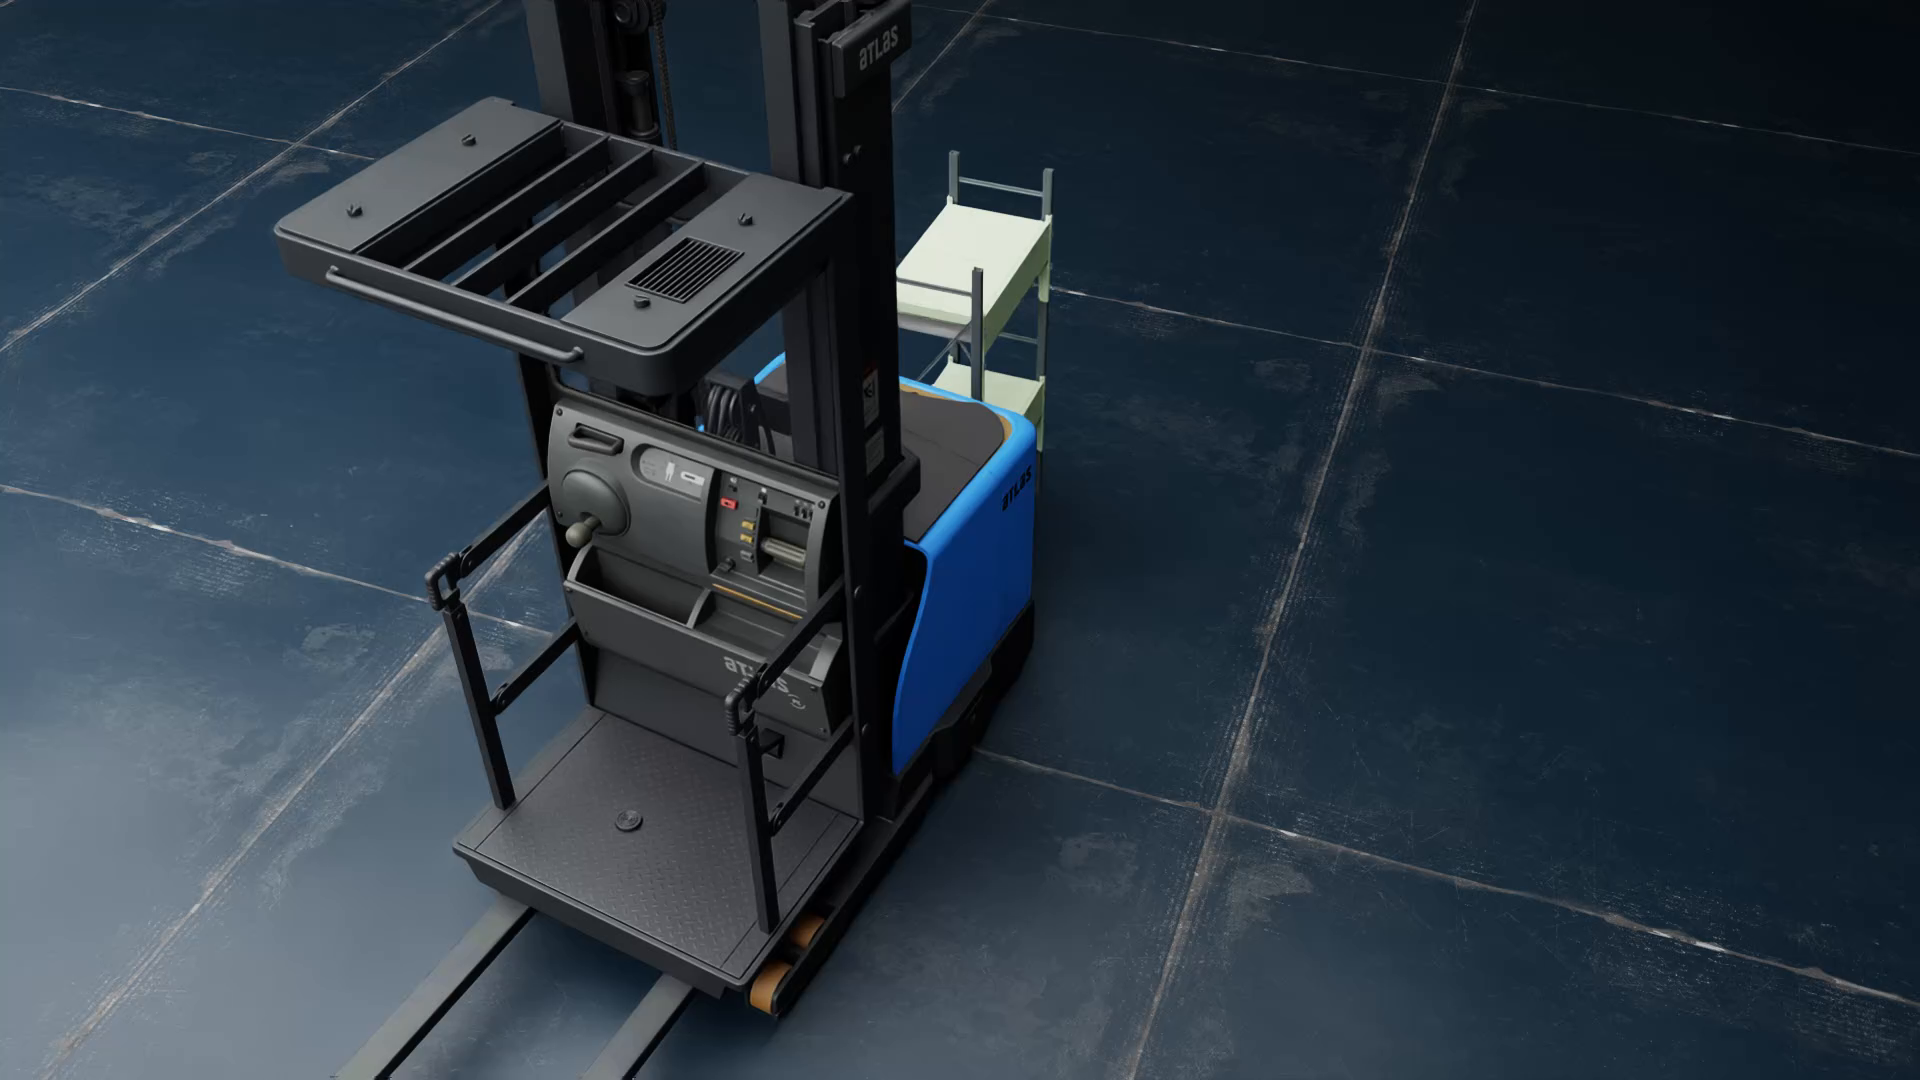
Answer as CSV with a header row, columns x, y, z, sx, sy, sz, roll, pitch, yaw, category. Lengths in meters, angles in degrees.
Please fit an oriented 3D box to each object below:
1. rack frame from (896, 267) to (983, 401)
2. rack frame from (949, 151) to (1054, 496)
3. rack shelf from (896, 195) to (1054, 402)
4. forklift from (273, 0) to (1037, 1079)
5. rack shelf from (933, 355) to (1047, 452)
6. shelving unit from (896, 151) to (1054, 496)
x,y,z,sx,sy,sz,roll,pitch,yaw,category
-0.113,-0.366,6.024,0.400,1.500,0.023,14,42,16,rack frame
0.150,-0.809,6.543,0.400,1.500,0.023,14,42,16,rack frame
0.019,-0.885,6.030,0.431,0.370,0.720,14,42,16,rack shelf
-0.868,-0.014,4.508,1.130,2.935,3.031,19,44,21,forklift
0.019,-0.340,6.495,0.431,0.370,0.720,14,42,16,rack shelf
0.019,-0.588,6.283,0.431,1.500,0.755,14,42,16,shelving unit
